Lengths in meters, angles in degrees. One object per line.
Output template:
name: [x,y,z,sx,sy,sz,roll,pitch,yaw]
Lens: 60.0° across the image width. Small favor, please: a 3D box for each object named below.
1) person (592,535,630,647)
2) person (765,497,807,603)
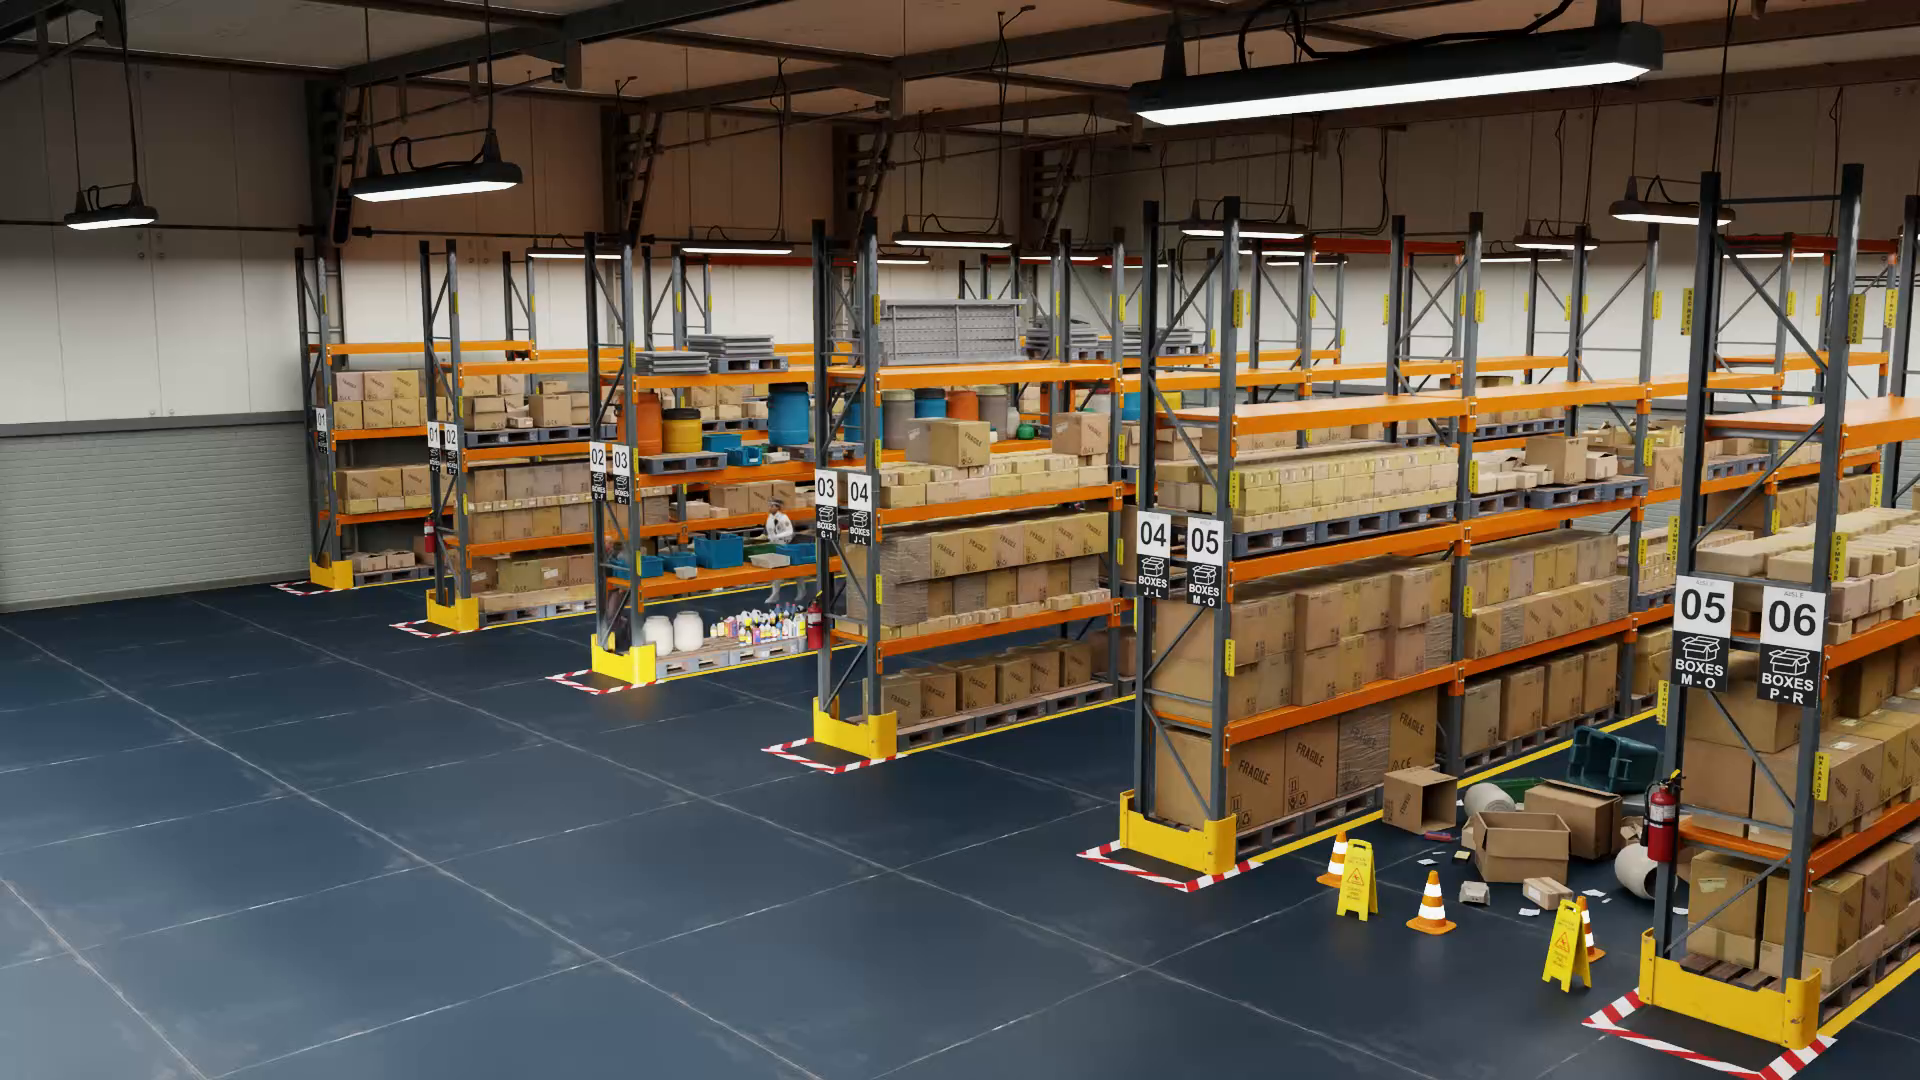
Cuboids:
person: [-5.106,0.736,24.684,0.651,1.675,0.745,3,9,21]
person: [-2.881,0.143,26.616,0.614,1.690,0.776,7,11,40]
